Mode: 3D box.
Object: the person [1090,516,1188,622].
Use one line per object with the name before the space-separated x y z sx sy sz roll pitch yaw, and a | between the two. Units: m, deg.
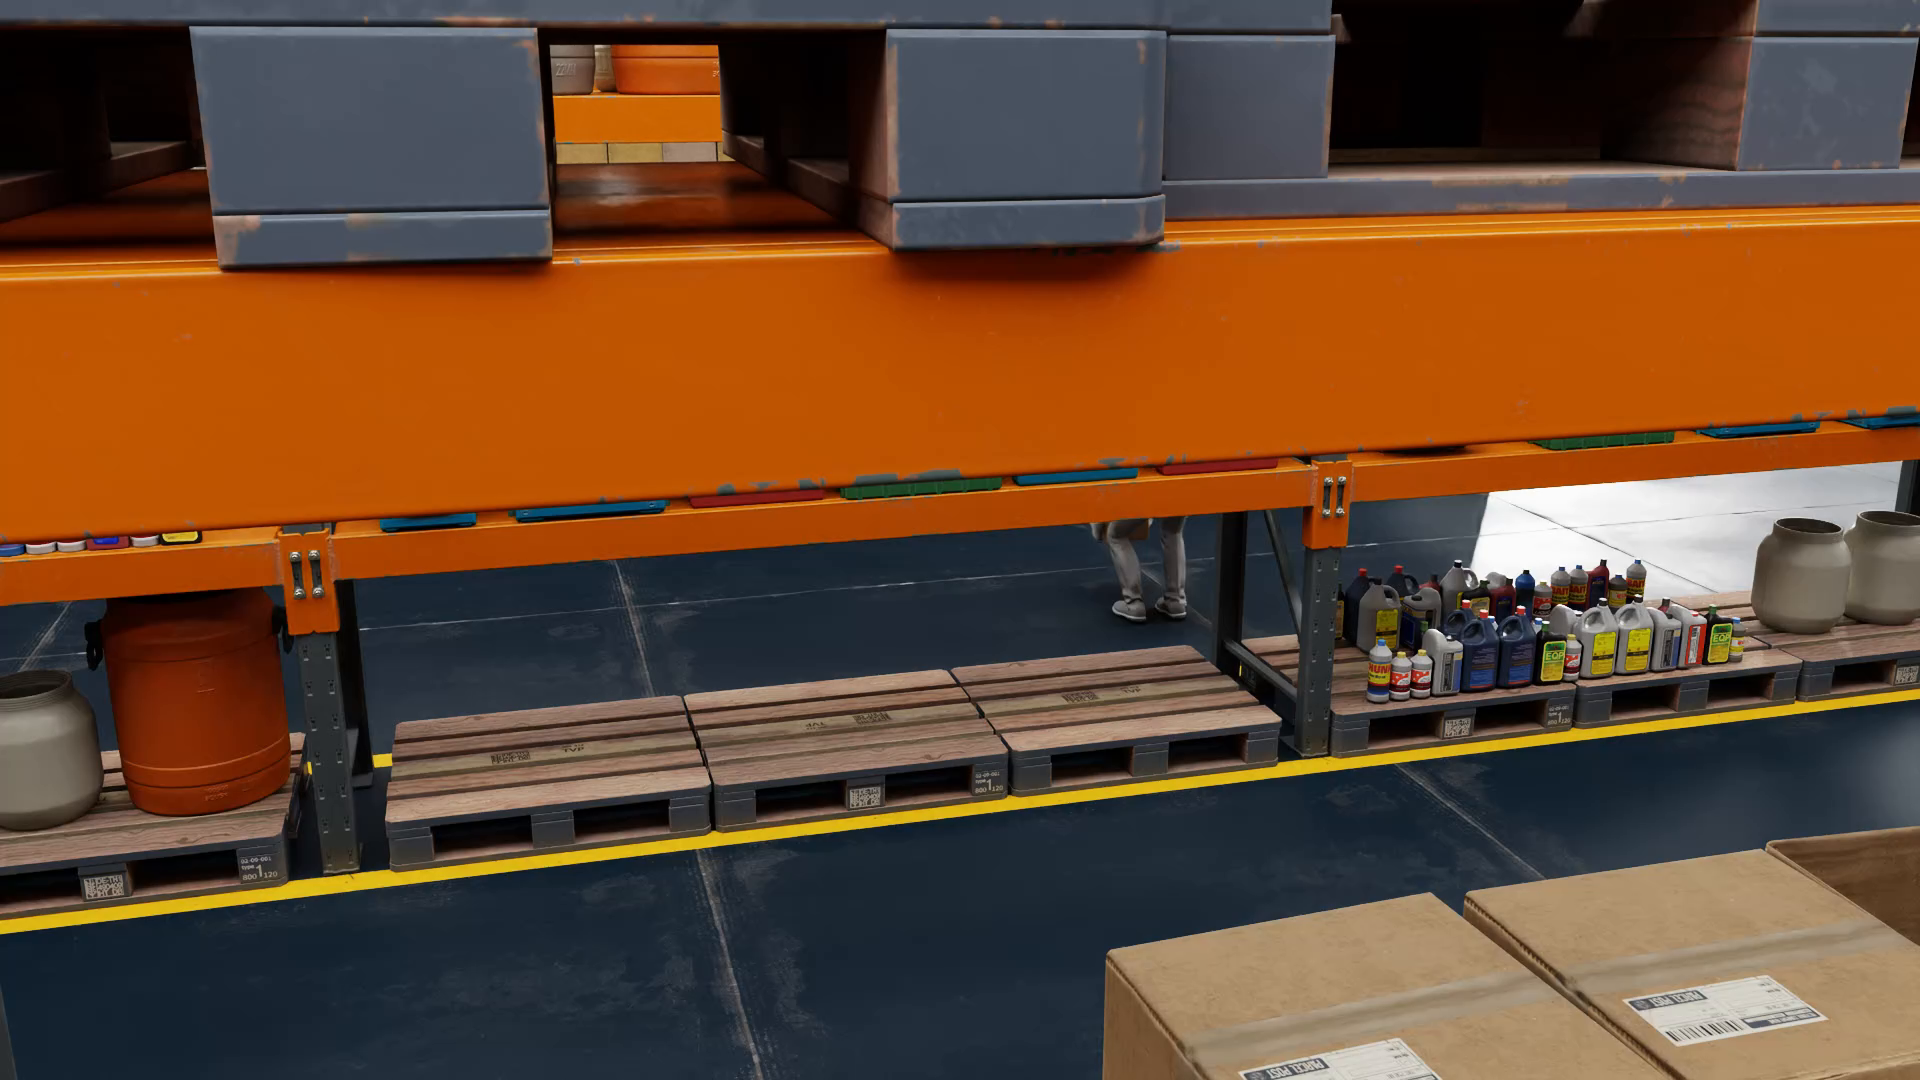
person | 0.981 -0.178 9.128 0.445 1.125 0.917 -5 17 -18
